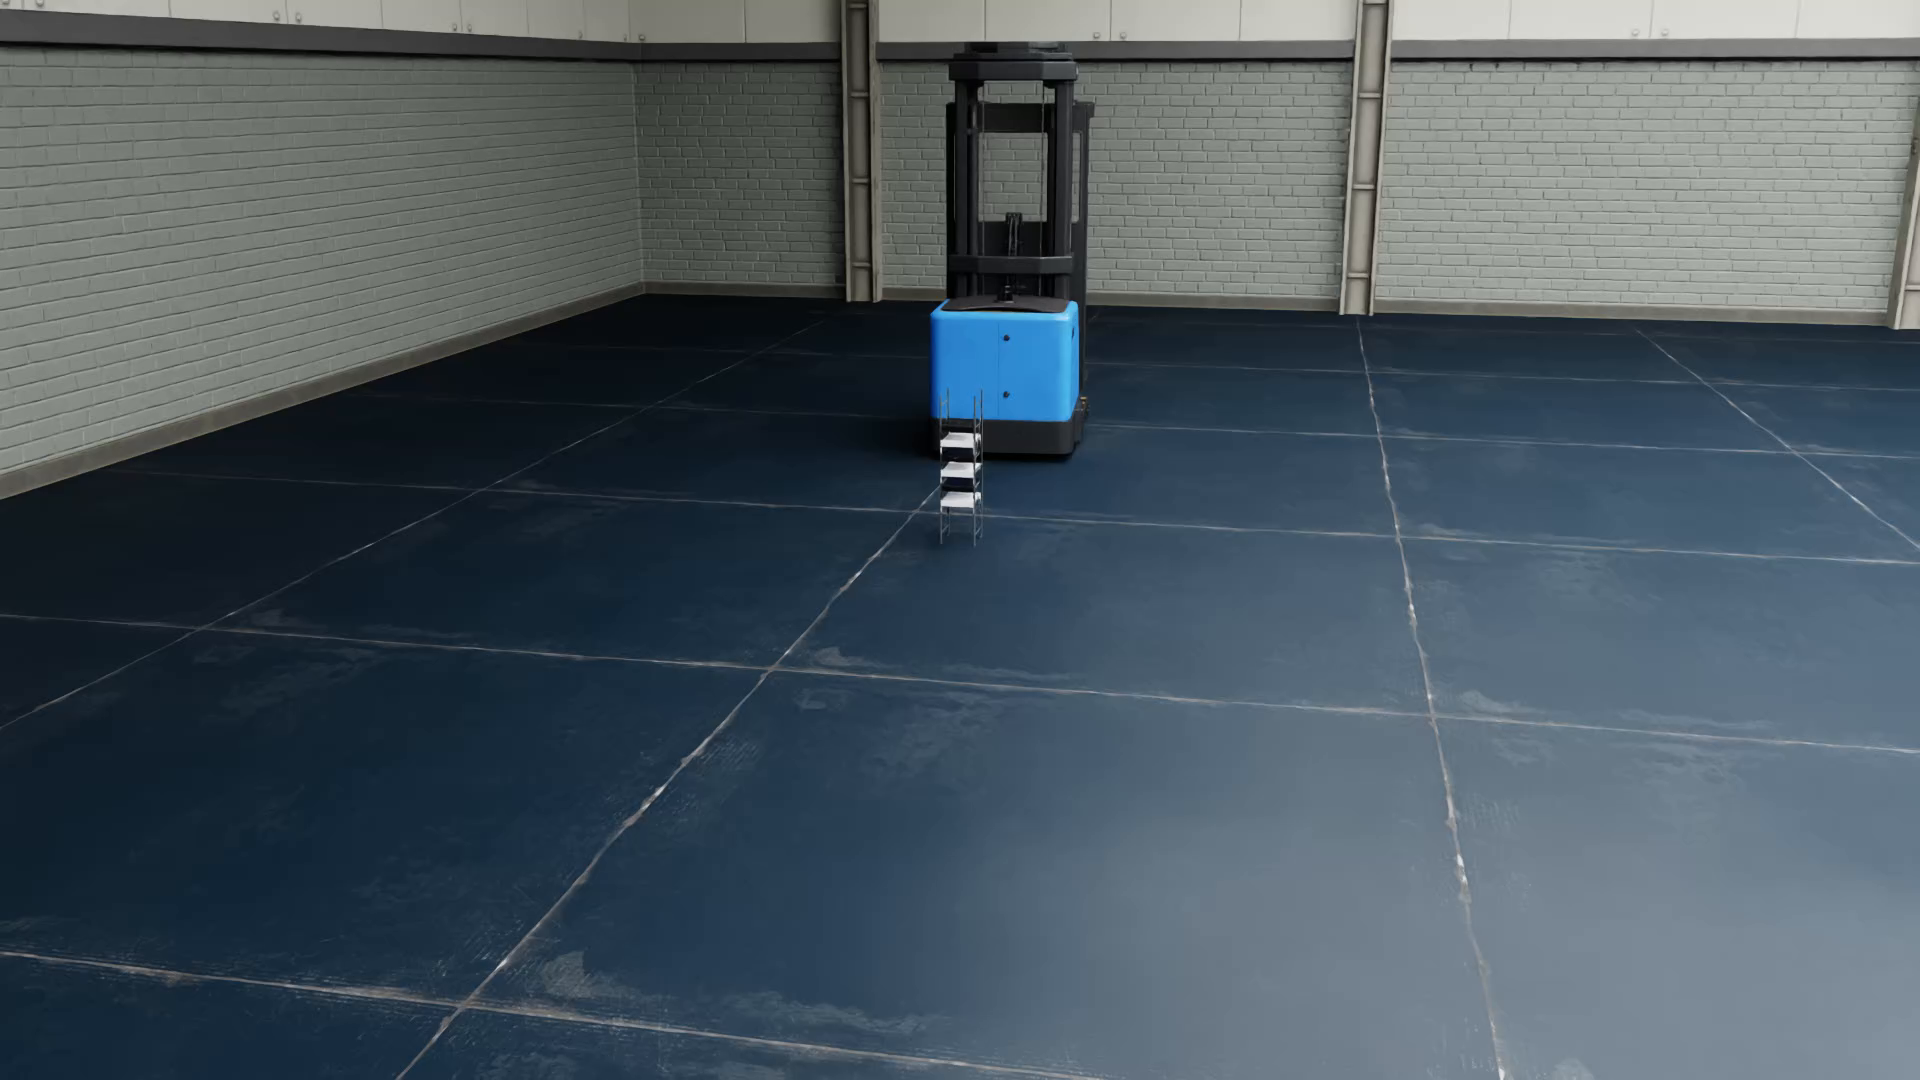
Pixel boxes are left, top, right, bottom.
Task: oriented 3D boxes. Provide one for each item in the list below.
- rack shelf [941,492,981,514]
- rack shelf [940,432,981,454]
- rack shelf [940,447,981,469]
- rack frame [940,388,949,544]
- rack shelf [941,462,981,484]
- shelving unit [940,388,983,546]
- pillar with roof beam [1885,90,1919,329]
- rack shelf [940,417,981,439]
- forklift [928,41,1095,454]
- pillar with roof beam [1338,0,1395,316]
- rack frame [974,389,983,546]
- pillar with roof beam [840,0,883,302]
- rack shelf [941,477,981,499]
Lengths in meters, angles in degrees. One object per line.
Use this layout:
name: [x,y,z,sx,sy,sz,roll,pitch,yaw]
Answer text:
rack shelf: [0.008,-0.228,9.927,0.200,0.077,0.258,3,16,11]
rack shelf: [0.008,-0.575,9.831,0.200,0.077,0.258,3,16,11]
rack shelf: [0.008,-0.488,9.855,0.200,0.077,0.258,3,16,11]
rack frame: [-0.092,-0.439,9.890,0.006,0.900,0.240,3,16,11]
rack shelf: [0.008,-0.401,9.879,0.200,0.077,0.258,3,16,11]
shelving unit: [0.008,-0.433,9.870,0.210,0.900,0.258,3,16,11]
pillar with roof beam: [9.705,-5.573,13.255,0.400,9.000,9.100,3,16,11]
rack shelf: [0.008,-0.661,9.807,0.200,0.077,0.258,3,16,11]
forklift: [0.470,-2.374,13.070,1.130,2.935,3.031,2,16,7]
pillar with roof beam: [3.825,-5.892,14.407,0.400,9.000,9.100,3,16,11]
rack frame: [0.108,-0.428,9.851,0.006,0.900,0.240,3,16,11]
pillar with roof beam: [-2.054,-6.212,15.560,0.400,9.000,9.100,3,16,11]
rack shelf: [0.008,-0.314,9.903,0.200,0.077,0.258,3,16,11]
